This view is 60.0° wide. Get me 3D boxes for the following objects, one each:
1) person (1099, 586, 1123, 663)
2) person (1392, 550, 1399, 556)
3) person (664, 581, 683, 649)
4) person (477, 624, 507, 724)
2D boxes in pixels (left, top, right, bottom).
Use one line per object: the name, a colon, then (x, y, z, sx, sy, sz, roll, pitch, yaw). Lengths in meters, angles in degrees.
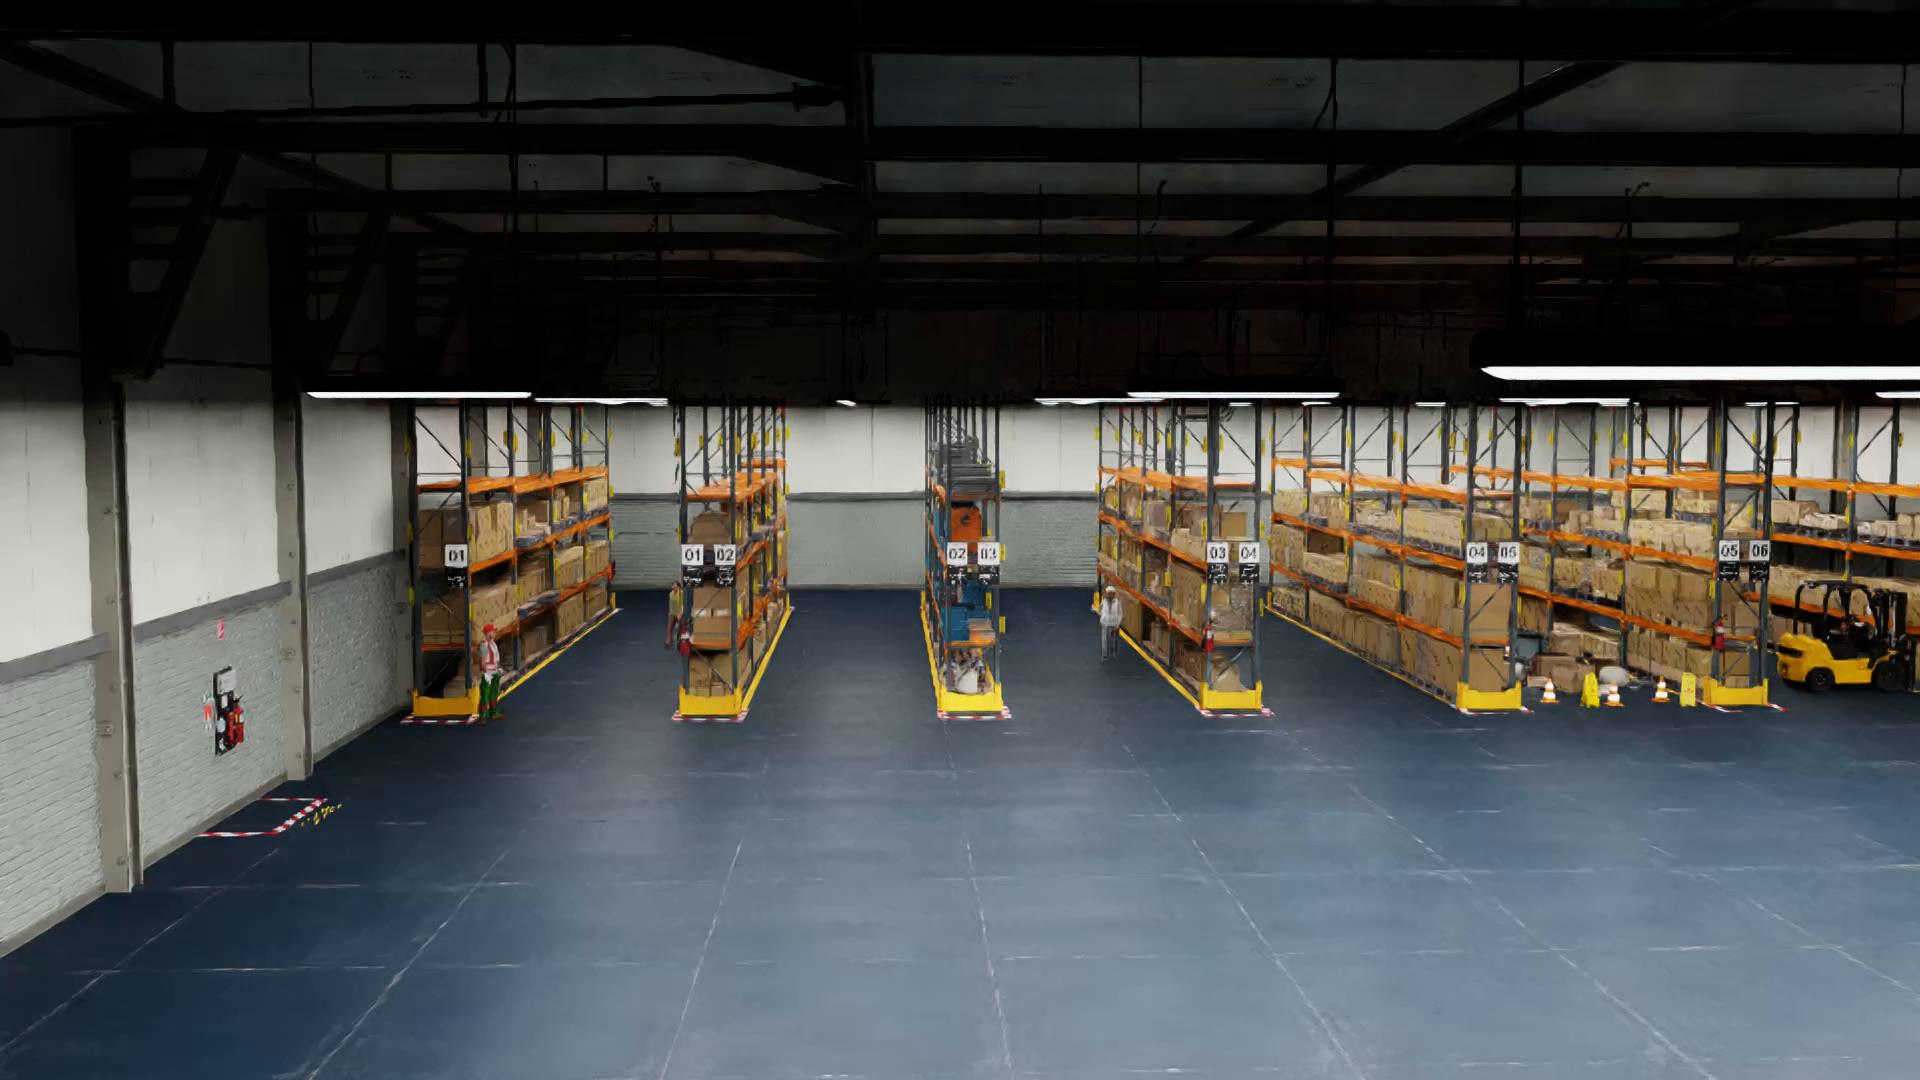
person: (3.410, 1.888, 37.602, 0.538, 1.715, 1.032, 1, 5, 6)
person: (12.811, 1.140, 48.535, 0.469, 1.521, 0.721, -3, 5, -30)
person: (-6.766, 1.768, 39.746, 0.445, 1.605, 1.017, 0, 5, 6)
person: (-8.553, 2.414, 30.300, 0.390, 1.793, 0.709, 1, 5, 9)
